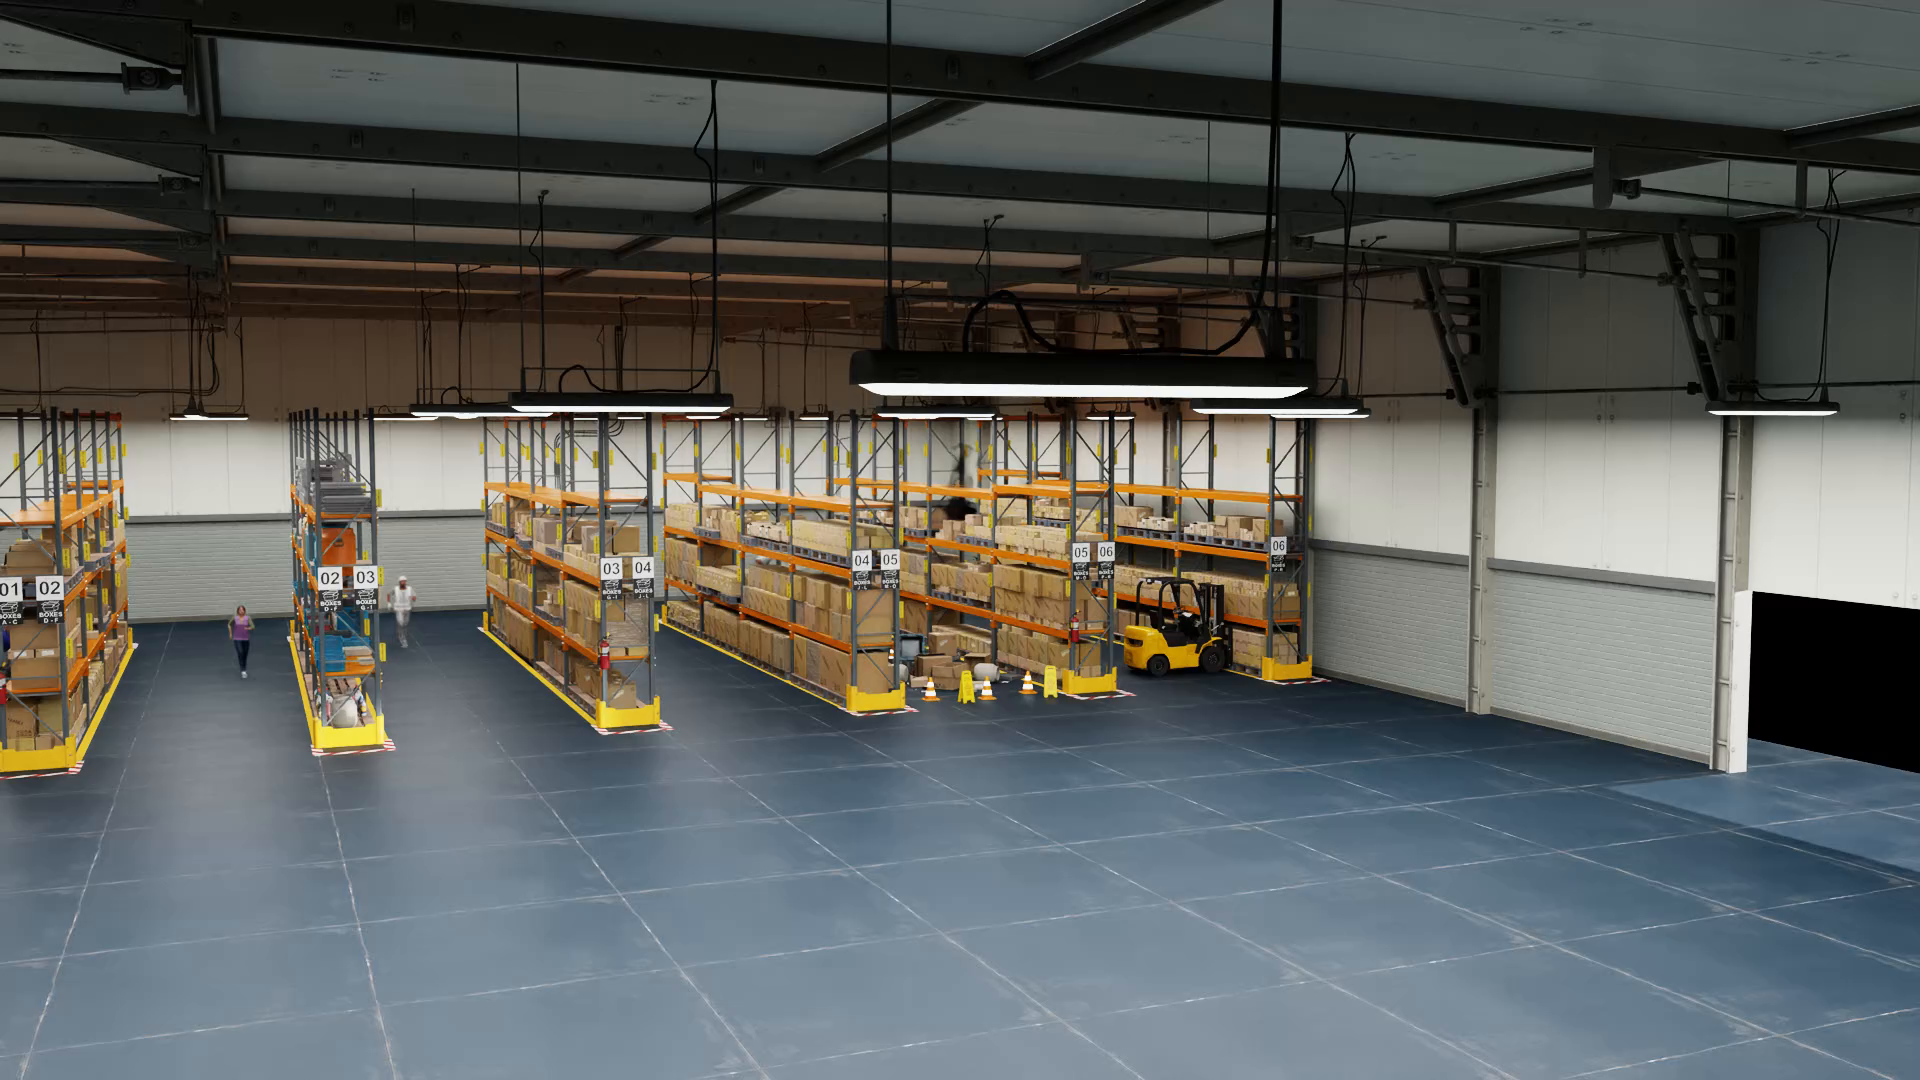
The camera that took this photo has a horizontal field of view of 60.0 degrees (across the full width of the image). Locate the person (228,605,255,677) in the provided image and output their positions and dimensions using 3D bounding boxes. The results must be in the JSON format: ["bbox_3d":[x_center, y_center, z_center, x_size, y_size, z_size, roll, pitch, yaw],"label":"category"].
[{"bbox_3d":[-16.243,2.266,37.614,0.529,1.592,0.883,-2,5,-32],"label":"person"}]

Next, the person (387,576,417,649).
[{"bbox_3d":[-14.305,1.826,42.669,0.668,1.826,0.900,-3,5,-37],"label":"person"}]

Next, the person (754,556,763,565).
[{"bbox_3d":[-6.102,1.336,50.483,0.585,1.722,0.703,-3,5,-36],"label":"person"}]

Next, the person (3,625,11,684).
[{"bbox_3d":[-20.272,2.477,35.456,0.612,1.615,0.965,-2,4,-23],"label":"person"}]
